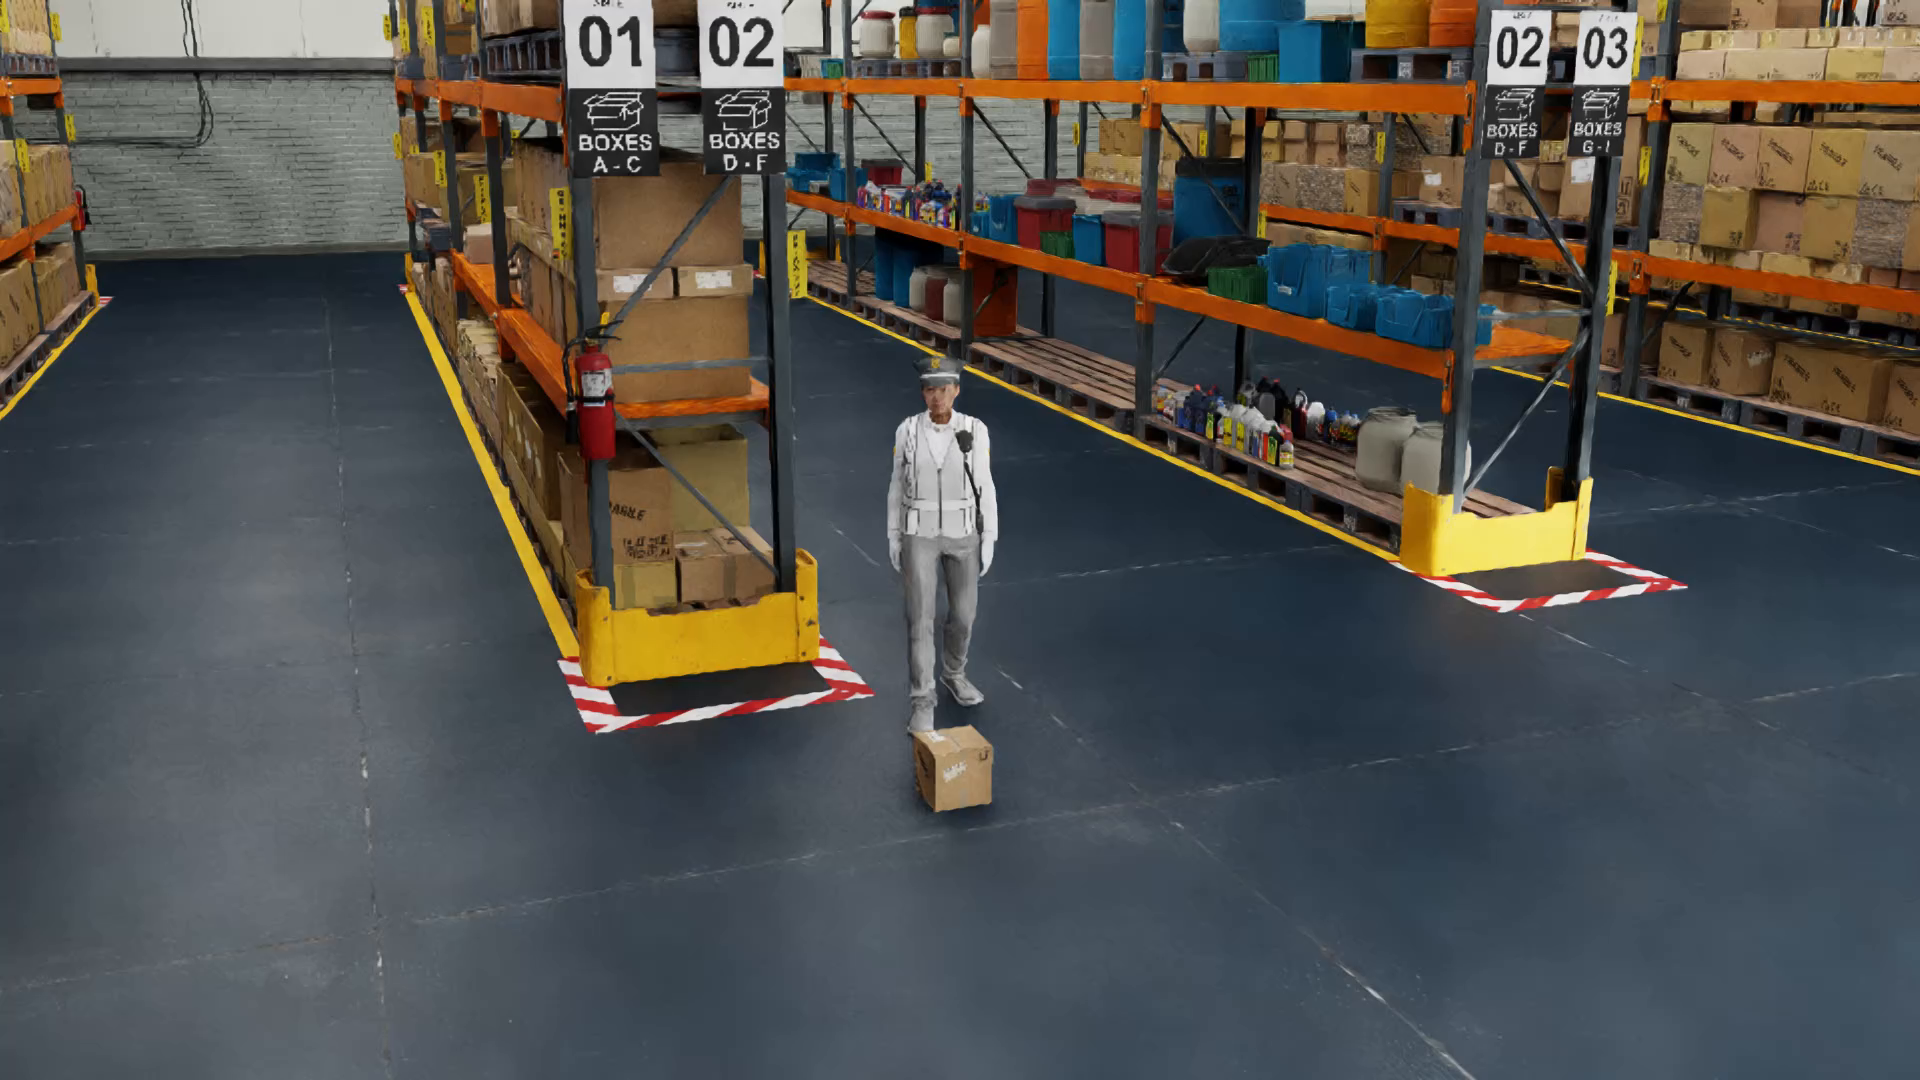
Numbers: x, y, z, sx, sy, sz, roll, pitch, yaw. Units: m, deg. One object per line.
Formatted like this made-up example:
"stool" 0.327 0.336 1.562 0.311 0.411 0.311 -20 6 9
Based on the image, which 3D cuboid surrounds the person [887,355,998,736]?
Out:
"person" -0.078 -0.005 7.468 0.497 1.683 0.626 -1 16 -2
